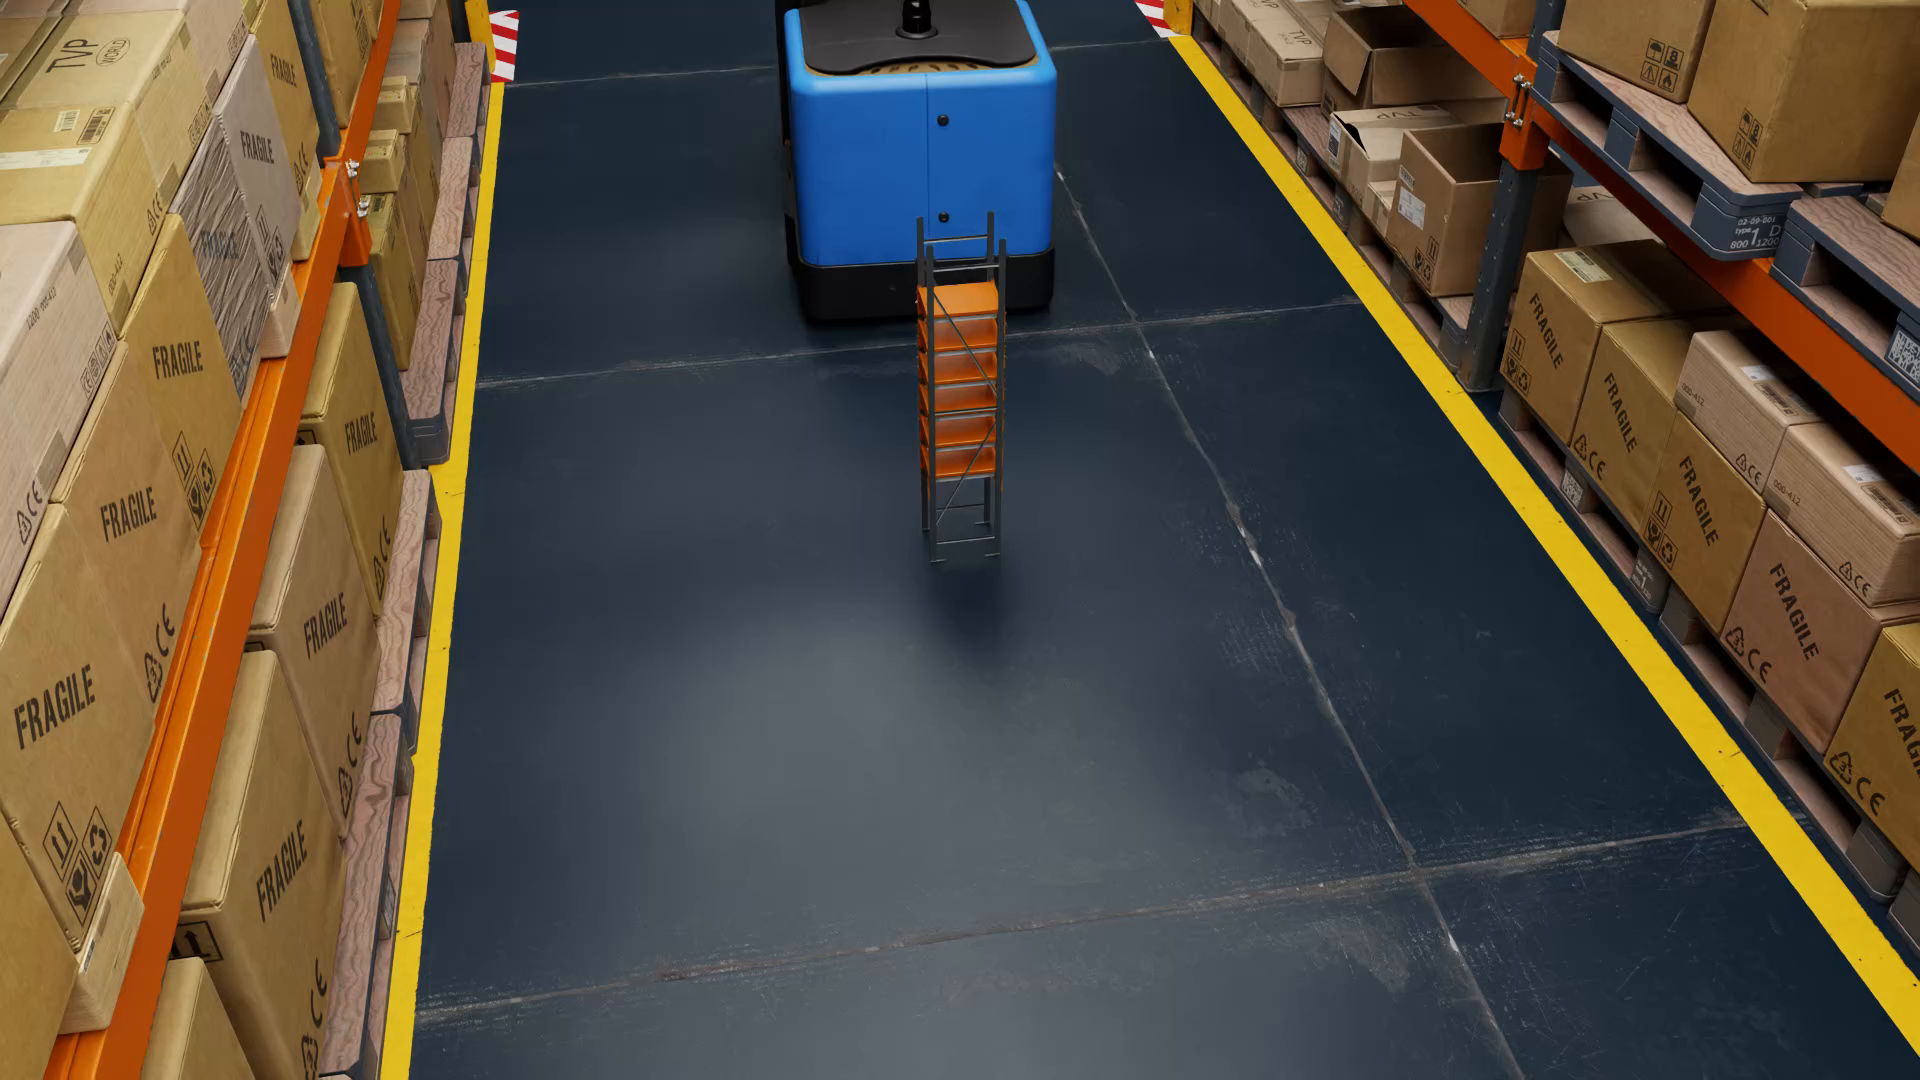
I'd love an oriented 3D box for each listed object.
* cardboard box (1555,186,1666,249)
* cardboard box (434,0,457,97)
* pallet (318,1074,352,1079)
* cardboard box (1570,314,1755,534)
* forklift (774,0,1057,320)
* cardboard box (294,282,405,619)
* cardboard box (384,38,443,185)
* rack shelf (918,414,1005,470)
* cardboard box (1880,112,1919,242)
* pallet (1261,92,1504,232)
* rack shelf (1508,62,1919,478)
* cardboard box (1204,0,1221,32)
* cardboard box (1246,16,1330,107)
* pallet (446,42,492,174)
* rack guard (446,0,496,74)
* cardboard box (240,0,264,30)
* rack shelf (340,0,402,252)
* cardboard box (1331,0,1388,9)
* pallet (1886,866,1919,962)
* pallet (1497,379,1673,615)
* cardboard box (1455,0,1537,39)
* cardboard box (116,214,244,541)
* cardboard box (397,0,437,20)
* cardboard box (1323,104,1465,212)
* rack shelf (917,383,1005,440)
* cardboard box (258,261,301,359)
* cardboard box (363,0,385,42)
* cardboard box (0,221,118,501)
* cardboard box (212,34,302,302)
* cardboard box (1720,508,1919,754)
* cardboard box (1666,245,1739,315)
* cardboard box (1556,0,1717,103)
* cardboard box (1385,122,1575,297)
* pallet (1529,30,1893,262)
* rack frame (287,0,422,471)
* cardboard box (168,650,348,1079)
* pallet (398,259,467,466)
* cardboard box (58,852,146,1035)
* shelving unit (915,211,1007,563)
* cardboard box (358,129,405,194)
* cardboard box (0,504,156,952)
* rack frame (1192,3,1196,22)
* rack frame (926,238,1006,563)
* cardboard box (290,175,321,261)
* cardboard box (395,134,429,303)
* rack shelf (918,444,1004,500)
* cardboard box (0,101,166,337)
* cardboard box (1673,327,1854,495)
[{"bbox_3d":[2.599,-1.228,6.719,0.500,0.311,0.500,-6,38,-8],"label":"cardboard box"},{"bbox_3d":[-2.897,-2.487,8.202,0.700,0.500,0.500,-6,38,-8],"label":"cardboard box"},{"bbox_3d":[-1.780,1.728,3.353,1.003,0.211,1.213,-6,38,-8],"label":"pallet"},{"bbox_3d":[2.409,-0.387,5.482,0.500,0.500,0.500,-6,38,-7],"label":"cardboard box"},{"bbox_3d":[-0.302,-2.953,7.162,1.130,2.935,3.031,-4,38,-5],"label":"forklift"},{"bbox_3d":[-2.175,-0.243,5.028,0.750,0.750,0.750,-6,38,-7],"label":"cardboard box"},{"bbox_3d":[-2.720,-1.881,7.422,0.700,0.500,0.500,-7,38,-9],"label":"cardboard box"},{"bbox_3d":[0.003,-0.335,5.472,0.258,0.103,0.180,-6,38,-8],"label":"rack shelf"},{"bbox_3d":[2.830,-0.984,4.148,0.700,0.500,0.500,-16,41,-19],"label":"cardboard box"},{"bbox_3d":[2.123,-1.892,8.013,1.003,0.211,1.213,-6,38,-8],"label":"pallet"},{"bbox_3d":[2.810,-0.348,4.339,1.077,0.370,4.000,-6,38,-8],"label":"rack shelf"},{"bbox_3d":[1.537,-2.870,8.950,0.380,0.166,0.250,-6,38,-8],"label":"cardboard box"},{"bbox_3d":[1.749,-2.381,8.252,0.500,0.250,0.500,-6,38,-8],"label":"cardboard box"},{"bbox_3d":[-2.901,-2.145,8.339,1.003,0.211,1.213,-6,38,-8],"label":"pallet"},{"bbox_3d":[-3.122,-2.748,8.880,1.175,0.500,0.348,-6,38,-8],"label":"rack guard"},{"bbox_3d":[-2.083,-1.511,4.298,0.500,0.250,0.500,-5,38,-7],"label":"cardboard box"},{"bbox_3d":[-2.768,-2.228,6.760,1.077,0.370,4.000,-6,38,-8],"label":"rack shelf"},{"bbox_3d":[2.078,-2.754,8.801,0.380,0.166,0.250,-6,38,-8],"label":"cardboard box"},{"bbox_3d":[3.067,1.223,4.004,1.003,0.211,1.213,-6,38,-8],"label":"pallet"},{"bbox_3d":[2.639,-0.251,5.901,1.003,0.211,1.213,-6,38,-8],"label":"pallet"},{"bbox_3d":[2.119,-2.153,5.995,0.500,0.500,0.500,-6,38,-7],"label":"cardboard box"},{"bbox_3d":[-1.816,-0.305,3.358,0.500,0.500,0.500,-5,38,-7],"label":"cardboard box"},{"bbox_3d":[-2.650,-2.531,7.730,0.380,0.149,0.250,-5,38,-7],"label":"cardboard box"},{"bbox_3d":[1.949,-1.718,7.350,0.500,0.311,0.500,-6,38,-8],"label":"cardboard box"},{"bbox_3d":[0.003,-0.430,5.398,0.258,0.103,0.180,-6,38,-8],"label":"rack shelf"},{"bbox_3d":[-1.906,-0.575,4.234,0.380,0.149,0.250,-6,38,-8],"label":"cardboard box"},{"bbox_3d":[-2.619,-2.194,5.884,0.980,0.700,0.700,-7,38,-9],"label":"cardboard box"},{"bbox_3d":[-1.728,-0.278,2.711,0.500,0.250,0.500,-6,38,-8],"label":"cardboard box"},{"bbox_3d":[-1.989,-0.911,4.137,0.500,0.500,0.500,-6,38,-8],"label":"cardboard box"},{"bbox_3d":[2.577,0.221,4.699,0.500,0.500,0.500,-8,38,-10],"label":"cardboard box"},{"bbox_3d":[2.828,-0.759,5.961,0.500,0.500,0.500,-6,38,-8],"label":"cardboard box"},{"bbox_3d":[2.322,-1.735,5.114,0.700,0.500,0.500,-19,42,-23],"label":"cardboard box"},{"bbox_3d":[2.080,-1.340,6.709,0.500,0.500,0.500,-6,38,-8],"label":"cardboard box"},{"bbox_3d":[2.492,-1.269,5.095,1.003,0.211,1.213,-6,38,-8],"label":"pallet"},{"bbox_3d":[-2.417,-1.305,4.984,1.000,3.000,0.127,-6,38,-8],"label":"rack frame"},{"bbox_3d":[-1.863,0.806,3.677,0.750,0.750,0.750,-6,38,-8],"label":"cardboard box"},{"bbox_3d":[-2.473,-0.671,6.442,1.003,0.211,1.213,-6,38,-8],"label":"pallet"},{"bbox_3d":[-1.544,0.656,2.649,0.380,0.149,0.250,-5,38,-7],"label":"cardboard box"},{"bbox_3d":[0.003,-0.465,5.371,0.258,1.200,0.189,-6,38,-8],"label":"shelving unit"},{"bbox_3d":[-2.328,-1.429,6.310,0.380,0.149,0.250,-5,38,-6],"label":"cardboard box"},{"bbox_3d":[-1.632,0.308,2.568,0.500,0.500,0.500,-5,38,-6],"label":"cardboard box"},{"bbox_3d":[1.758,-4.256,8.783,1.000,3.000,0.127,-6,38,-8],"label":"rack frame"},{"bbox_3d":[0.019,-0.410,5.300,0.240,1.200,0.006,-6,38,-8],"label":"rack frame"},{"bbox_3d":[-2.012,-0.890,4.639,0.380,0.149,0.250,-6,38,-7],"label":"cardboard box"},{"bbox_3d":[-2.532,-1.250,6.609,0.700,0.500,0.500,-7,38,-8],"label":"cardboard box"},{"bbox_3d":[0.003,-0.240,5.545,0.258,0.103,0.180,-6,38,-8],"label":"rack shelf"},{"bbox_3d":[-1.824,-0.585,3.107,0.500,0.250,0.500,-7,38,-9],"label":"cardboard box"},{"bbox_3d":[2.480,-0.400,4.888,0.500,0.250,0.500,-6,38,-8],"label":"cardboard box"}]
